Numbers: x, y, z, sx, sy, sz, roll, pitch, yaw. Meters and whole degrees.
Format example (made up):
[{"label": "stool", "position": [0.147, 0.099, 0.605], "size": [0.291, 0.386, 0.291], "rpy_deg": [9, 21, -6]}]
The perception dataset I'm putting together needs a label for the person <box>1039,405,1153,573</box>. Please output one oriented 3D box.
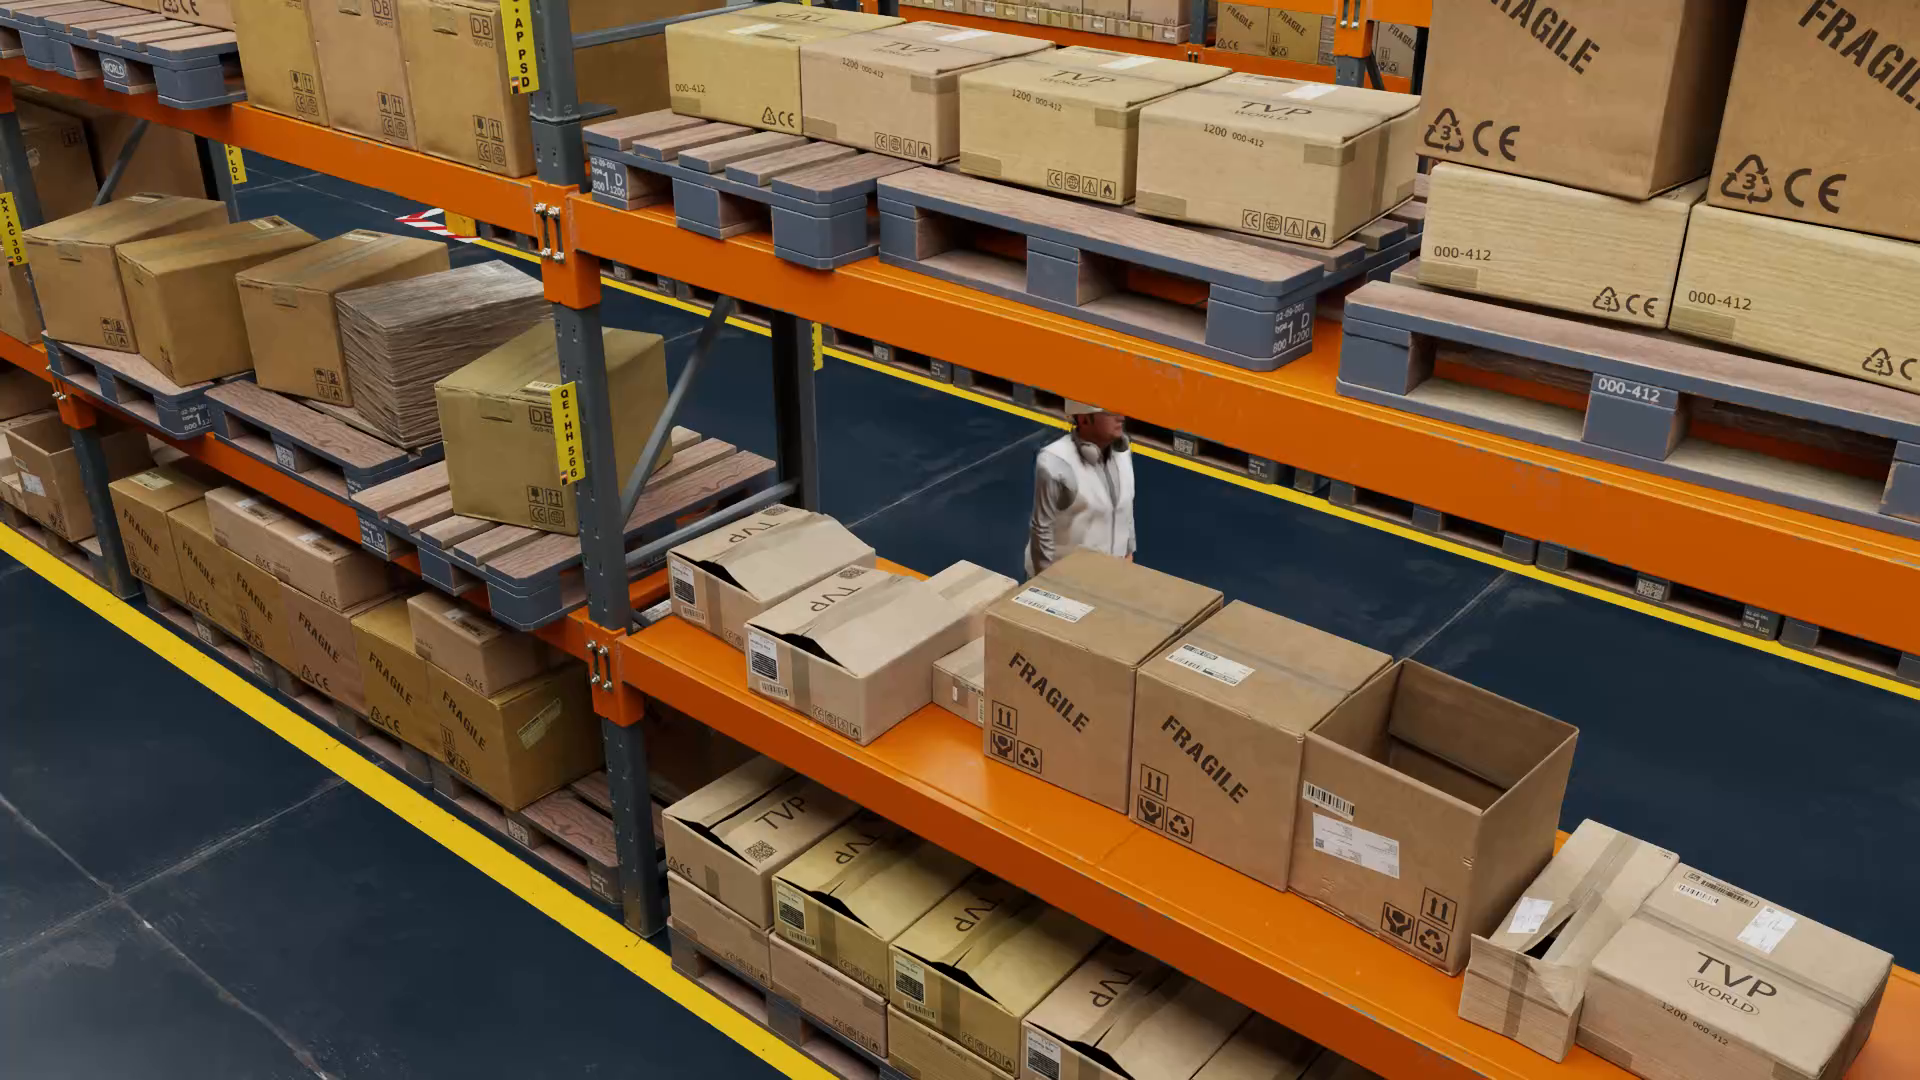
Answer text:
[{"label": "person", "position": [0.625, 0.165, 6.766], "size": [0.994, 1.724, 0.548], "rpy_deg": [21, 34, 34]}]
